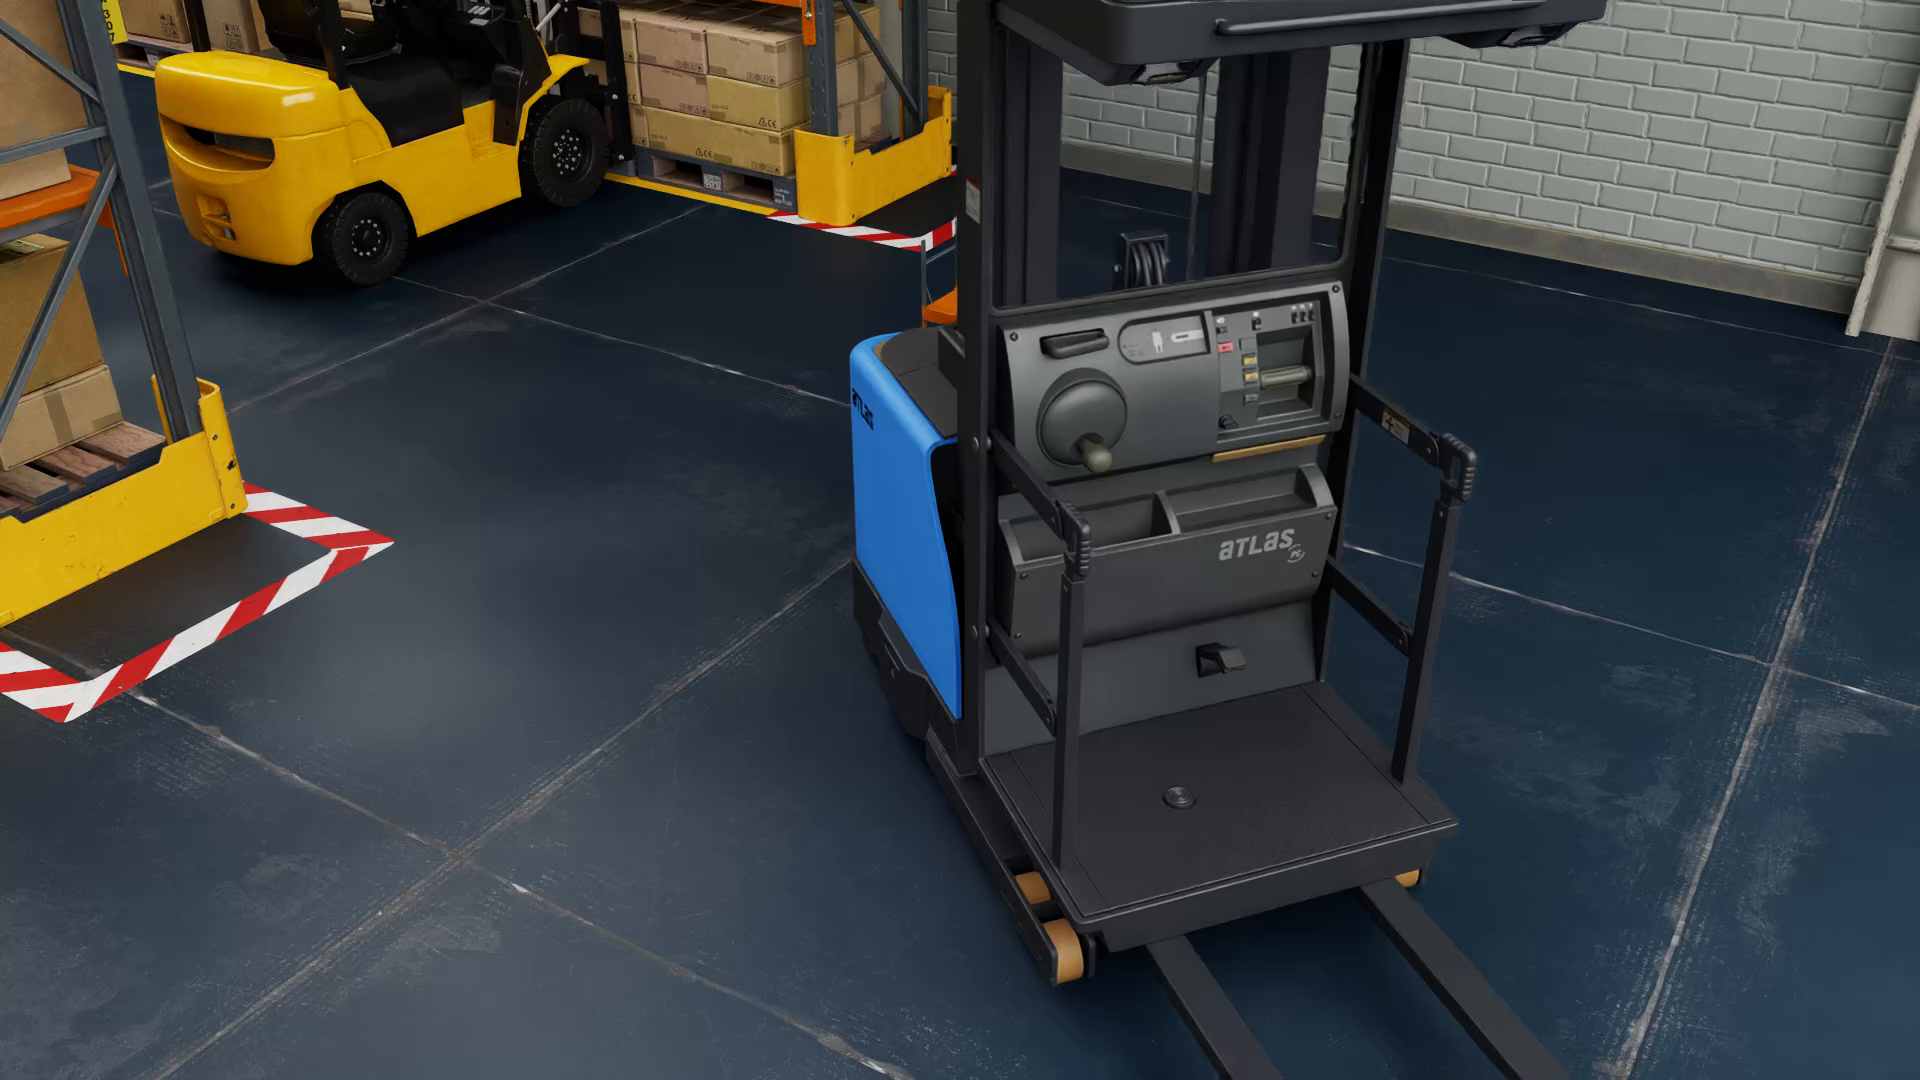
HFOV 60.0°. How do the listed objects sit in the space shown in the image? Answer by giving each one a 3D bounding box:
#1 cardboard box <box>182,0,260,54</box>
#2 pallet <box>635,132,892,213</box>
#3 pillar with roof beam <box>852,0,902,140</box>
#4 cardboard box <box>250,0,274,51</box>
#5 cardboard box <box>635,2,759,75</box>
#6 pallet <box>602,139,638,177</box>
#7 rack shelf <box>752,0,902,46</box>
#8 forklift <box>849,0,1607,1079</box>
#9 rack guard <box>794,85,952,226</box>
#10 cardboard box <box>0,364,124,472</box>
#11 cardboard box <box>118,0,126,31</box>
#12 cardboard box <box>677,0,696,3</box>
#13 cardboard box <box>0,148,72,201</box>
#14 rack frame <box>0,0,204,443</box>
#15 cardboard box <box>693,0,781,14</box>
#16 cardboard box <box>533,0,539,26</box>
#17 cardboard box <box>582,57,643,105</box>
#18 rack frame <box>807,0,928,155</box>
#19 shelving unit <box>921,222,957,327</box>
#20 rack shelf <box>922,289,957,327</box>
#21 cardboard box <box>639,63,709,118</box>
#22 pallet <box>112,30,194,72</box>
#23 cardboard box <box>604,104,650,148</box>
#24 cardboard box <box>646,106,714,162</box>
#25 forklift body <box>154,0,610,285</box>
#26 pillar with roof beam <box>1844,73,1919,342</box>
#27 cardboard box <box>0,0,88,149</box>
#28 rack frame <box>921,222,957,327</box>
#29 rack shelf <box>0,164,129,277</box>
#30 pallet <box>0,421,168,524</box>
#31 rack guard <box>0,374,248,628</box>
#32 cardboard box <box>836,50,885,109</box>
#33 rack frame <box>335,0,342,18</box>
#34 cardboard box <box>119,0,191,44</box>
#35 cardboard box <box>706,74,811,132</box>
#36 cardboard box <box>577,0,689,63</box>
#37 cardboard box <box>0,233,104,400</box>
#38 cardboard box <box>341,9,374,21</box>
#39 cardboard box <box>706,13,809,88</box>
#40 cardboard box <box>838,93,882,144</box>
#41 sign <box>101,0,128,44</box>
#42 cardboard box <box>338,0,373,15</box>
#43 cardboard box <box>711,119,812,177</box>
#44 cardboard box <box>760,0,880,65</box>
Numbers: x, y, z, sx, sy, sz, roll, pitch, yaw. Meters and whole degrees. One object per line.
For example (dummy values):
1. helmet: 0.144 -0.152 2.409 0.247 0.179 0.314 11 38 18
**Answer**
1. cardboard box: -4.992 -3.900 11.898 0.625 0.625 0.875 17 34 27
2. pallet: -1.173 -2.309 9.999 1.213 0.211 1.003 18 35 27
3. pillar with roof beam: -2.902 -4.652 5.293 0.400 9.000 9.100 18 35 27
4. cardboard box: -4.338 -3.689 11.536 0.625 0.625 0.875 19 35 29
5. cardboard box: -1.494 -2.877 9.524 0.500 0.250 0.500 18 35 28
6. pallet: -2.202 -2.636 10.559 1.213 0.211 1.003 18 35 27
7. rack shelf: -2.197 -3.552 10.075 4.000 0.370 1.077 18 35 27
8. forklift: 0.625 -0.359 3.957 1.130 2.935 3.031 -11 32 -17
9. rack guard: -0.482 -2.240 9.594 0.348 0.500 1.175 18 35 27
10. cardboard box: -3.675 -0.535 6.502 0.500 0.250 0.500 17 34 27
11. cardboard box: -6.200 -4.281 12.551 0.625 0.625 0.875 19 35 29
12. cardboard box: -1.652 -3.233 10.134 0.500 0.250 0.500 17 34 27
13. cardboard box: -3.316 -1.278 5.713 0.250 0.149 0.380 18 35 28
14. rack frame: -3.138 -1.207 5.342 0.127 3.000 1.000 18 35 27
15. cardboard box: -1.234 -3.094 9.896 0.500 0.250 0.500 18 35 27
16. cardboard box: -2.352 -3.147 9.987 0.500 0.250 0.500 17 34 26
17. cardboard box: -1.949 -2.801 9.891 0.500 0.250 0.500 17 34 26
18. rack frame: -0.503 -3.327 8.975 0.127 3.000 1.000 18 35 27
19. shelving unit: 0.012 -0.514 5.941 0.189 1.200 0.258 18 35 27
20. rack shelf: 0.012 -0.787 5.782 0.180 0.103 0.258 18 35 27
21. cardboard box: -1.500 -2.672 9.669 0.500 0.250 0.500 17 34 27
22. pallet: -5.573 -3.701 12.384 1.213 0.211 1.003 18 35 27
23. cardboard box: -1.904 -2.586 10.019 0.500 0.250 0.500 18 35 28
24. cardboard box: -1.485 -2.449 9.782 0.500 0.250 0.500 18 35 27
25. forklift body: -3.079 -2.689 8.725 1.214 2.155 2.313 18 35 27
26. pillar with roof beam: 2.180 -3.044 2.538 0.400 9.000 9.100 18 35 27
27. cardboard box: -3.392 -1.624 5.663 0.500 0.500 0.500 17 34 27
28. rack frame: -0.065 -0.539 5.983 0.006 1.200 0.240 18 35 27
29. rack shelf: -4.832 -1.432 6.442 4.000 0.370 1.077 18 35 27
30. pallet: -3.872 -0.256 6.479 1.213 0.211 1.003 18 35 27
31. rack guard: -3.203 -0.148 6.007 0.348 0.500 1.175 18 35 27
32. cardboard box: -0.790 -2.751 9.804 0.500 0.250 0.500 18 35 28
33. rack frame: -3.891 -4.398 10.812 0.127 3.000 1.000 18 35 27
34. cardboard box: -5.629 -4.100 12.242 0.625 0.625 0.875 16 34 25
35. cardboard box: -1.081 -2.533 9.431 0.500 0.250 0.500 17 34 27
36. cardboard box: -1.927 -3.008 9.748 0.500 0.250 0.500 18 35 28
37. cardboard box: -3.695 -0.865 6.324 0.500 0.500 0.500 16 34 26
38. cardboard box: -3.645 -3.346 10.825 0.500 0.250 0.500 17 34 27
39. cardboard box: -1.058 -2.742 9.294 0.500 0.250 0.500 19 35 29
40. cardboard box: -0.815 -2.535 9.931 0.500 0.250 0.500 18 35 28
41. sign: -2.850 -1.813 5.521 0.005 0.325 0.100 18 35 27
42. cardboard box: -3.648 -3.560 10.696 0.500 0.250 0.500 17 34 27
43. cardboard box: -1.069 -2.311 9.547 0.500 0.250 0.500 18 35 28
44. cardboard box: -0.809 -2.962 9.670 0.500 0.250 0.500 17 34 27
